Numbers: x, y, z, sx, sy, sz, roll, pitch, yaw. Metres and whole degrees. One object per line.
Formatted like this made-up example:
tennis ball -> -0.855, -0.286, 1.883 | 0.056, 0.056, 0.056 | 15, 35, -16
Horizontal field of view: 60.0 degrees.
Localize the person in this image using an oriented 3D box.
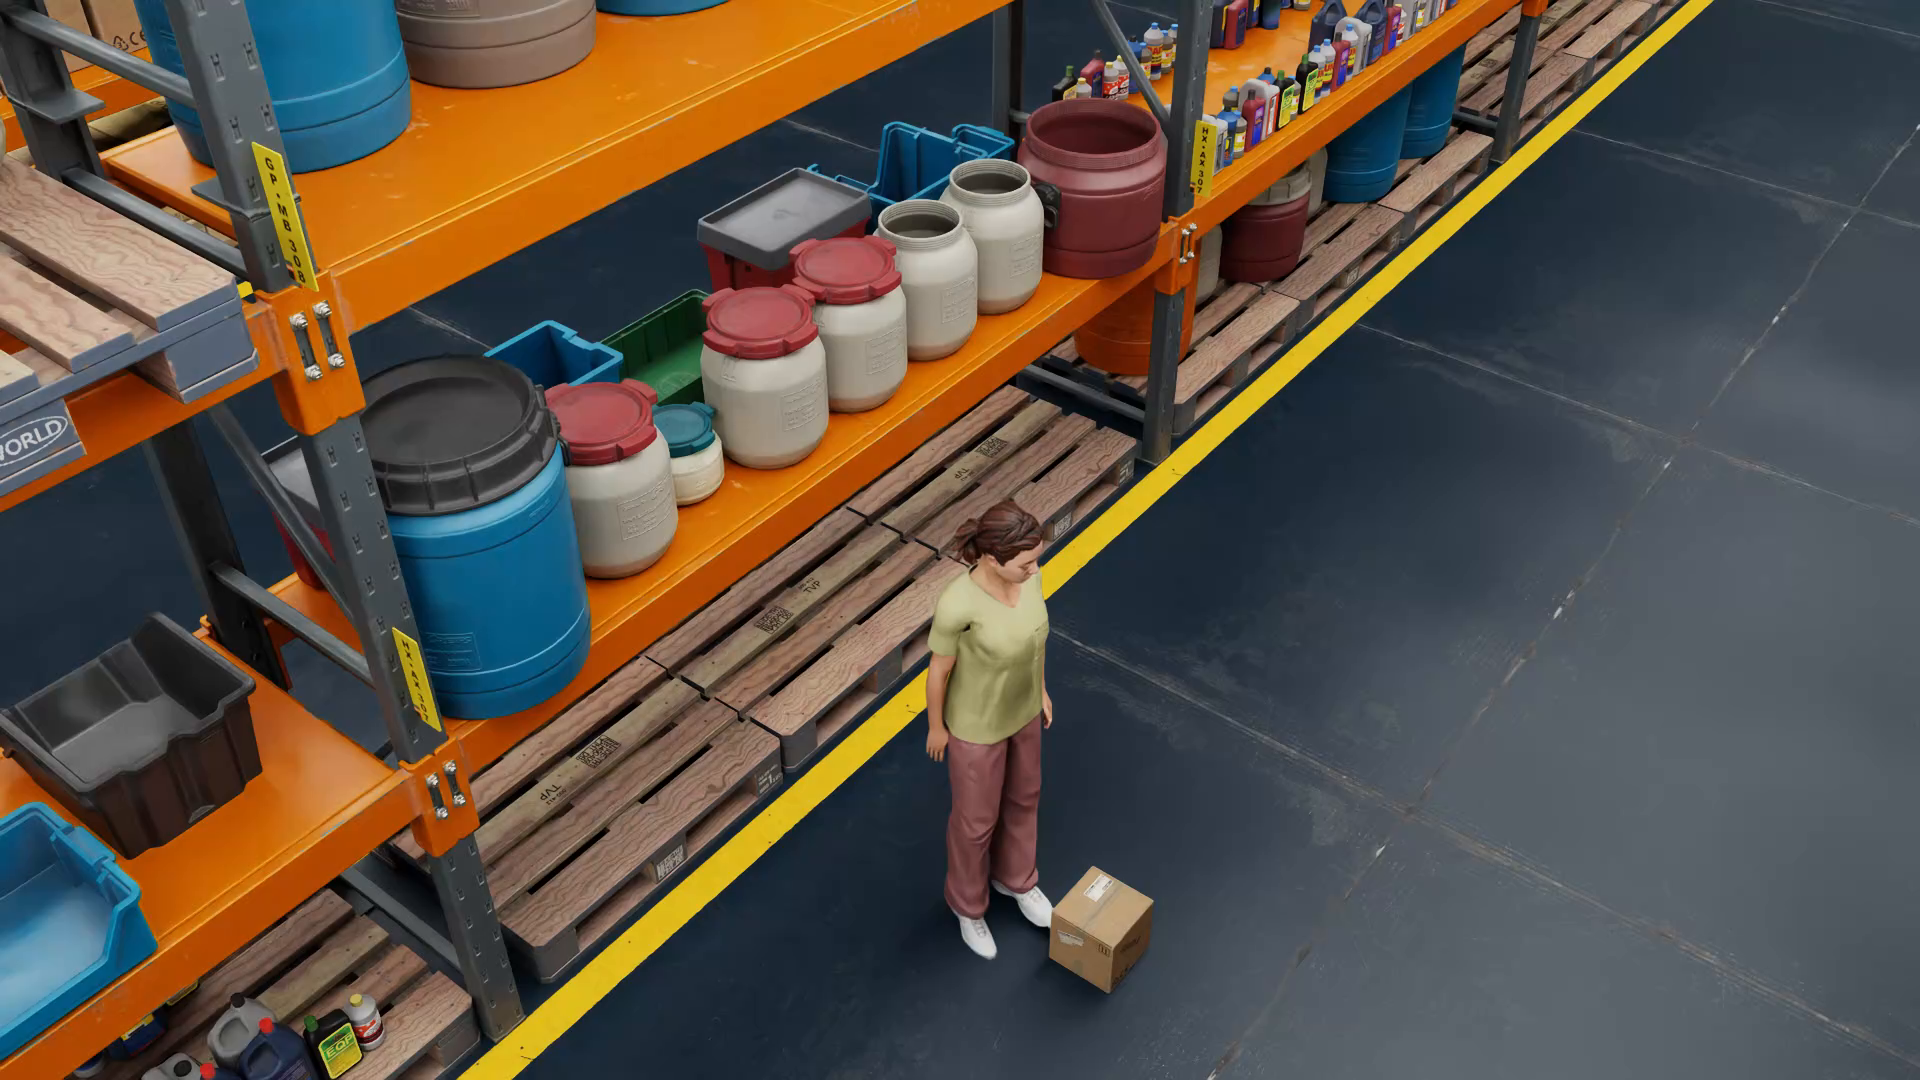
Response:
person -> 0.146, 0.613, 5.402 | 0.496, 1.723, 0.503 | 32, 49, 33
